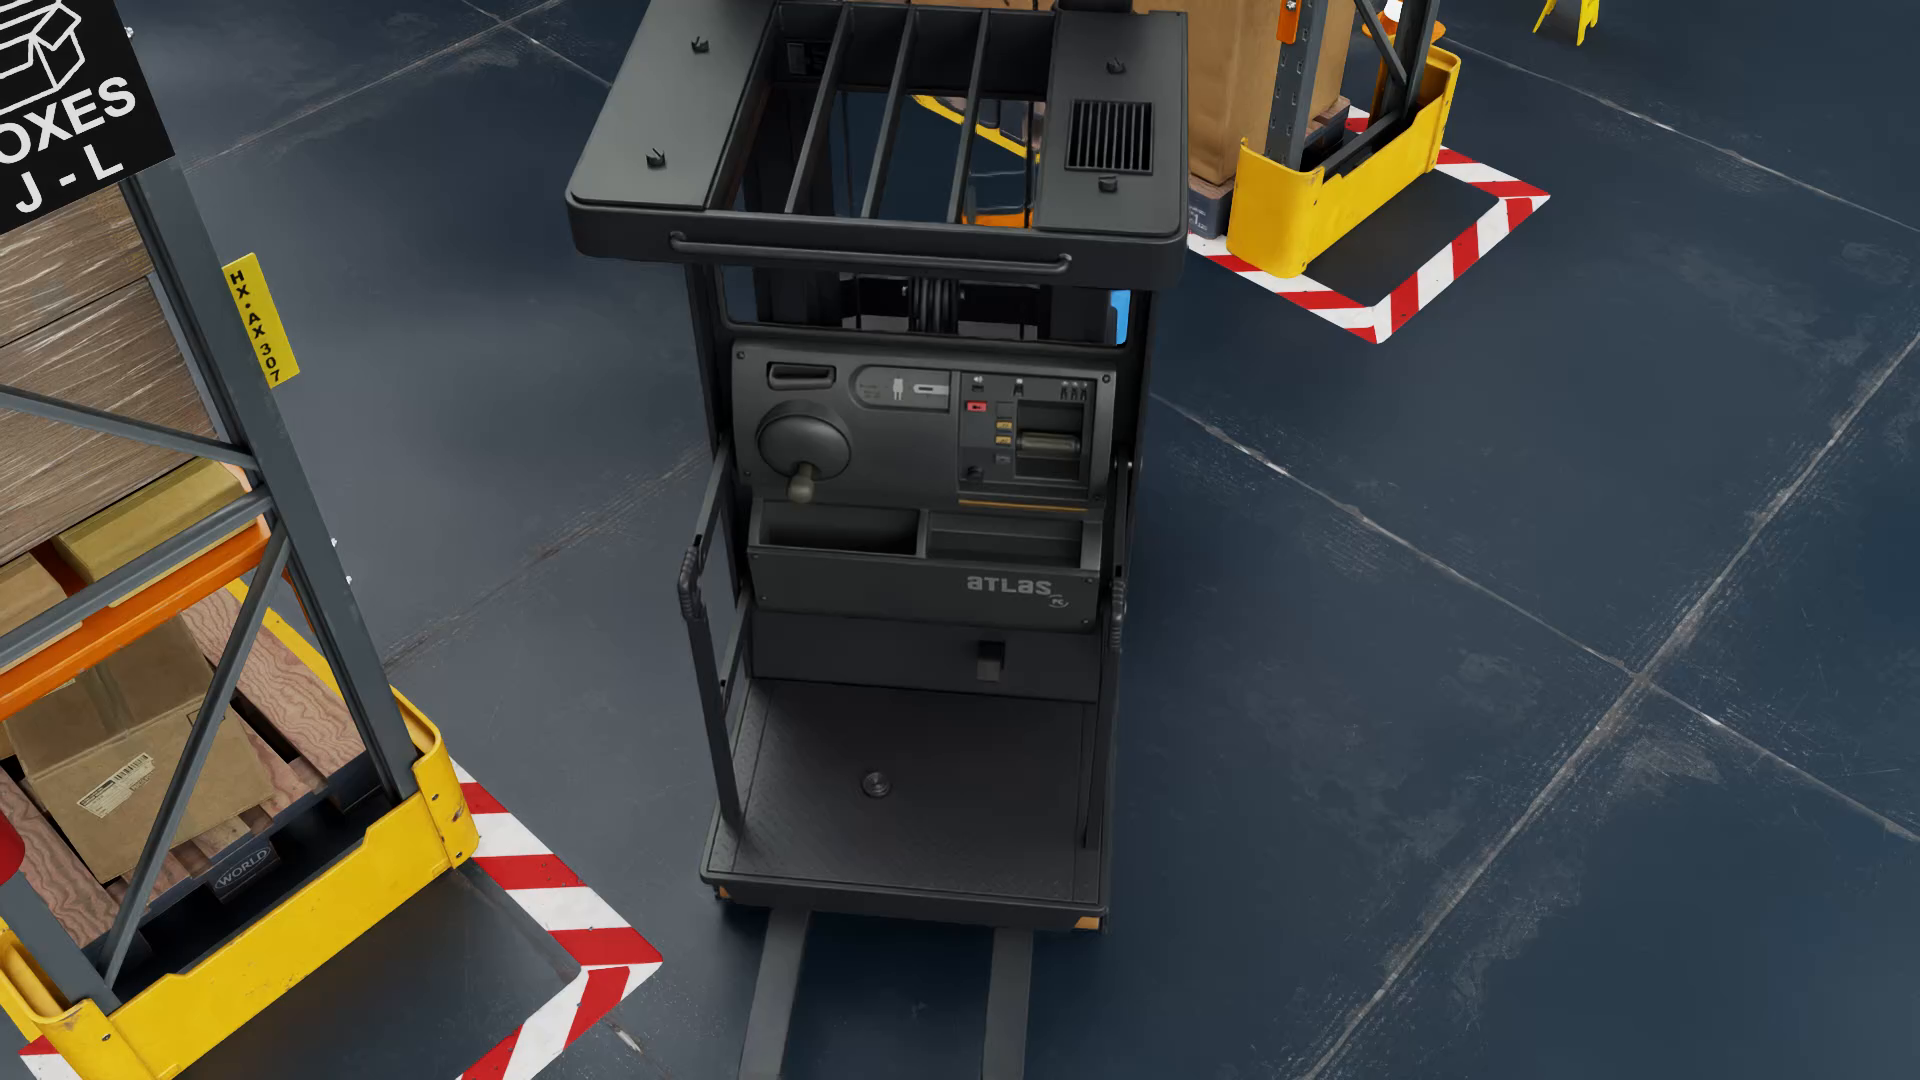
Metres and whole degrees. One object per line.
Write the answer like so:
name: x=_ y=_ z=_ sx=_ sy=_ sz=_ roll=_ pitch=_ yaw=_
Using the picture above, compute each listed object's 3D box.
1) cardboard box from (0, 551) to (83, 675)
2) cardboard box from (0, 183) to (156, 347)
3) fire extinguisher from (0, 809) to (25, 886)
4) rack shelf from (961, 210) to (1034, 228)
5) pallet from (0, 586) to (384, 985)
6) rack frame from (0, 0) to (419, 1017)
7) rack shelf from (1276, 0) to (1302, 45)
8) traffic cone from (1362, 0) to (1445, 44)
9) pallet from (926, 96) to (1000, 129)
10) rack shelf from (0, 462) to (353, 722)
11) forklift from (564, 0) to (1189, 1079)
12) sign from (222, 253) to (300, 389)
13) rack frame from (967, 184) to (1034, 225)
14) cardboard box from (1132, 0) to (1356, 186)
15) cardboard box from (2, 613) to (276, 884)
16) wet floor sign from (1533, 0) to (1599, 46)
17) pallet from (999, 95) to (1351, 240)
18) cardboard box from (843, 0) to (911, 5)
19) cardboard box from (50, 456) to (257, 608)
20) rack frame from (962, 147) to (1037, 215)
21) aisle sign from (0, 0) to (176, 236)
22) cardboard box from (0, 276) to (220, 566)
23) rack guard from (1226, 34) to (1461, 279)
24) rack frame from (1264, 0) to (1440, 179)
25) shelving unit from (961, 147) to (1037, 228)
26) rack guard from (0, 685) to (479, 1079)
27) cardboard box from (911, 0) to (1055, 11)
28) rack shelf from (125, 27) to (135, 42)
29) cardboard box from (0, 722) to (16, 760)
cardboard box: x=-2.209 y=0.187 z=3.689 sx=0.250 sy=0.149 sz=0.380 roll=34 pitch=55 yaw=28
cardboard box: x=-2.079 y=-0.765 z=3.452 sx=0.500 sy=0.500 sz=0.500 roll=34 pitch=55 yaw=28
fire extinguisher: x=-2.088 y=0.461 z=3.312 sx=0.183 sy=0.674 sz=0.296 roll=34 pitch=55 yaw=28
rack shelf: x=0.134 y=-0.975 z=5.409 sx=0.258 sy=0.103 sz=0.180 roll=-4 pitch=47 yaw=-4
pallet: x=-2.488 y=0.628 z=5.016 sx=1.213 sy=0.211 sz=1.003 roll=34 pitch=55 yaw=28
rack frame: x=-1.859 y=0.131 z=3.569 sx=0.127 sy=3.000 sz=1.000 roll=34 pitch=55 yaw=28
rack shelf: x=0.109 y=-3.219 z=7.208 sx=4.000 sy=0.370 sz=1.077 roll=34 pitch=55 yaw=28
traffic cone: x=2.152 y=-2.631 z=7.903 sx=0.334 sy=0.463 sz=0.336 roll=34 pitch=55 yaw=28
pallet: x=0.046 y=-2.478 z=7.932 sx=1.213 sy=0.211 sz=1.003 roll=34 pitch=55 yaw=28
rack shelf: x=-3.329 y=-0.611 z=4.760 sx=4.000 sy=0.370 sz=1.077 roll=34 pitch=55 yaw=28
forklift: x=-0.111 y=-0.171 z=3.900 sx=1.130 sy=2.935 sz=3.031 roll=4 pitch=47 yaw=4
sign: x=-1.492 y=-0.456 z=3.527 sx=0.005 sy=0.325 sz=0.100 roll=34 pitch=55 yaw=28
rack frame: x=0.143 y=-0.692 z=5.577 sx=0.240 sy=1.200 sz=0.006 roll=-4 pitch=47 yaw=-4
cardboard box: x=1.036 y=-2.192 z=6.920 sx=0.875 sy=0.875 sz=0.875 roll=34 pitch=56 yaw=28
cardboard box: x=-2.307 y=0.525 z=4.626 sx=0.500 sy=0.500 sz=0.500 roll=-28 pitch=53 yaw=-24
wet floor sign: x=2.943 y=-2.716 z=7.858 sx=0.232 sy=0.644 sz=0.267 roll=25 pitch=52 yaw=22
pallet: x=0.938 y=-1.875 z=7.366 sx=1.213 sy=0.211 sz=1.003 roll=34 pitch=55 yaw=28
cardboard box: x=-0.281 y=-3.078 z=7.752 sx=0.875 sy=0.875 sz=0.875 roll=34 pitch=56 yaw=28
cardboard box: x=-1.907 y=-0.051 z=3.913 sx=0.250 sy=0.149 sz=0.380 roll=34 pitch=55 yaw=28
rack frame: x=0.126 y=-0.825 z=5.702 sx=0.240 sy=1.200 sz=0.006 roll=-4 pitch=47 yaw=-4
aisle sign: x=-1.610 y=-0.889 z=2.744 sx=0.004 sy=0.787 sz=0.394 roll=34 pitch=55 yaw=28
cardboard box: x=-2.245 y=-0.291 z=3.693 sx=0.500 sy=0.500 sz=0.875 roll=34 pitch=55 yaw=28
rack guard: x=1.596 y=-1.608 z=6.917 sx=0.348 sy=0.500 sz=1.175 roll=34 pitch=55 yaw=28
rack frame: x=1.579 y=-2.476 z=6.017 sx=0.127 sy=3.000 sz=1.000 roll=34 pitch=55 yaw=28
shelving unit: x=0.134 y=-0.759 z=5.639 sx=0.258 sy=1.200 sz=0.189 roll=-4 pitch=47 yaw=-4
rack guard: x=-1.915 y=0.949 z=4.516 sx=0.348 sy=0.500 sz=1.175 roll=34 pitch=55 yaw=28
cardboard box: x=0.388 y=-2.626 z=7.328 sx=0.875 sy=0.875 sz=0.875 roll=33 pitch=55 yaw=27
rack shelf: x=-3.329 y=-1.638 z=3.666 sx=4.000 sy=0.370 sz=1.077 roll=34 pitch=55 yaw=28
cardboard box: x=-2.770 y=0.248 z=4.886 sx=0.500 sy=0.500 sz=0.500 roll=-25 pitch=52 yaw=-21
